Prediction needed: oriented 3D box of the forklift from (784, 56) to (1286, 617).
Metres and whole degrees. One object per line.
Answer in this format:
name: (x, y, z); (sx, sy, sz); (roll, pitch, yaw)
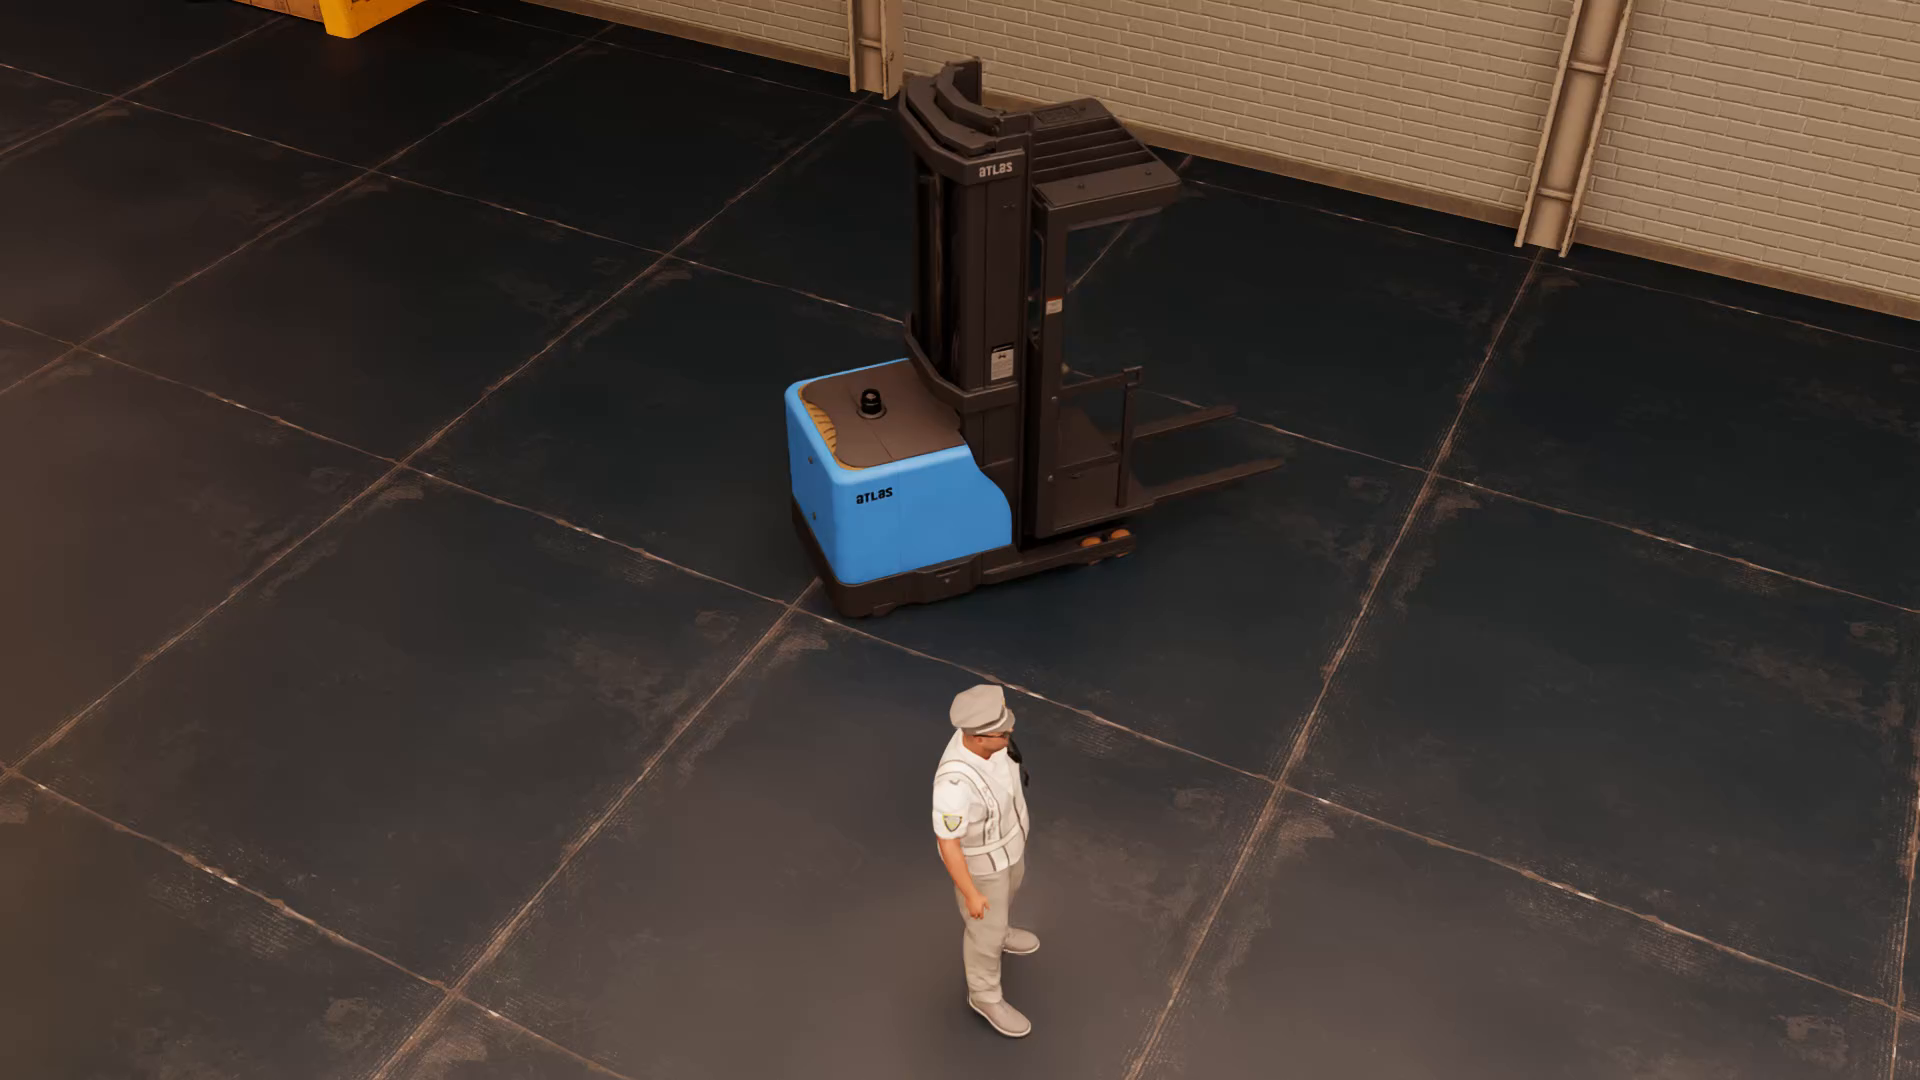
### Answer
forklift: (0.532, -1.276, 9.501); (3.031, 2.935, 1.130); (-15, 42, -17)

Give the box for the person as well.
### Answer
person: (0.163, 1.353, 7.284); (0.515, 1.786, 0.673); (12, 42, 14)
